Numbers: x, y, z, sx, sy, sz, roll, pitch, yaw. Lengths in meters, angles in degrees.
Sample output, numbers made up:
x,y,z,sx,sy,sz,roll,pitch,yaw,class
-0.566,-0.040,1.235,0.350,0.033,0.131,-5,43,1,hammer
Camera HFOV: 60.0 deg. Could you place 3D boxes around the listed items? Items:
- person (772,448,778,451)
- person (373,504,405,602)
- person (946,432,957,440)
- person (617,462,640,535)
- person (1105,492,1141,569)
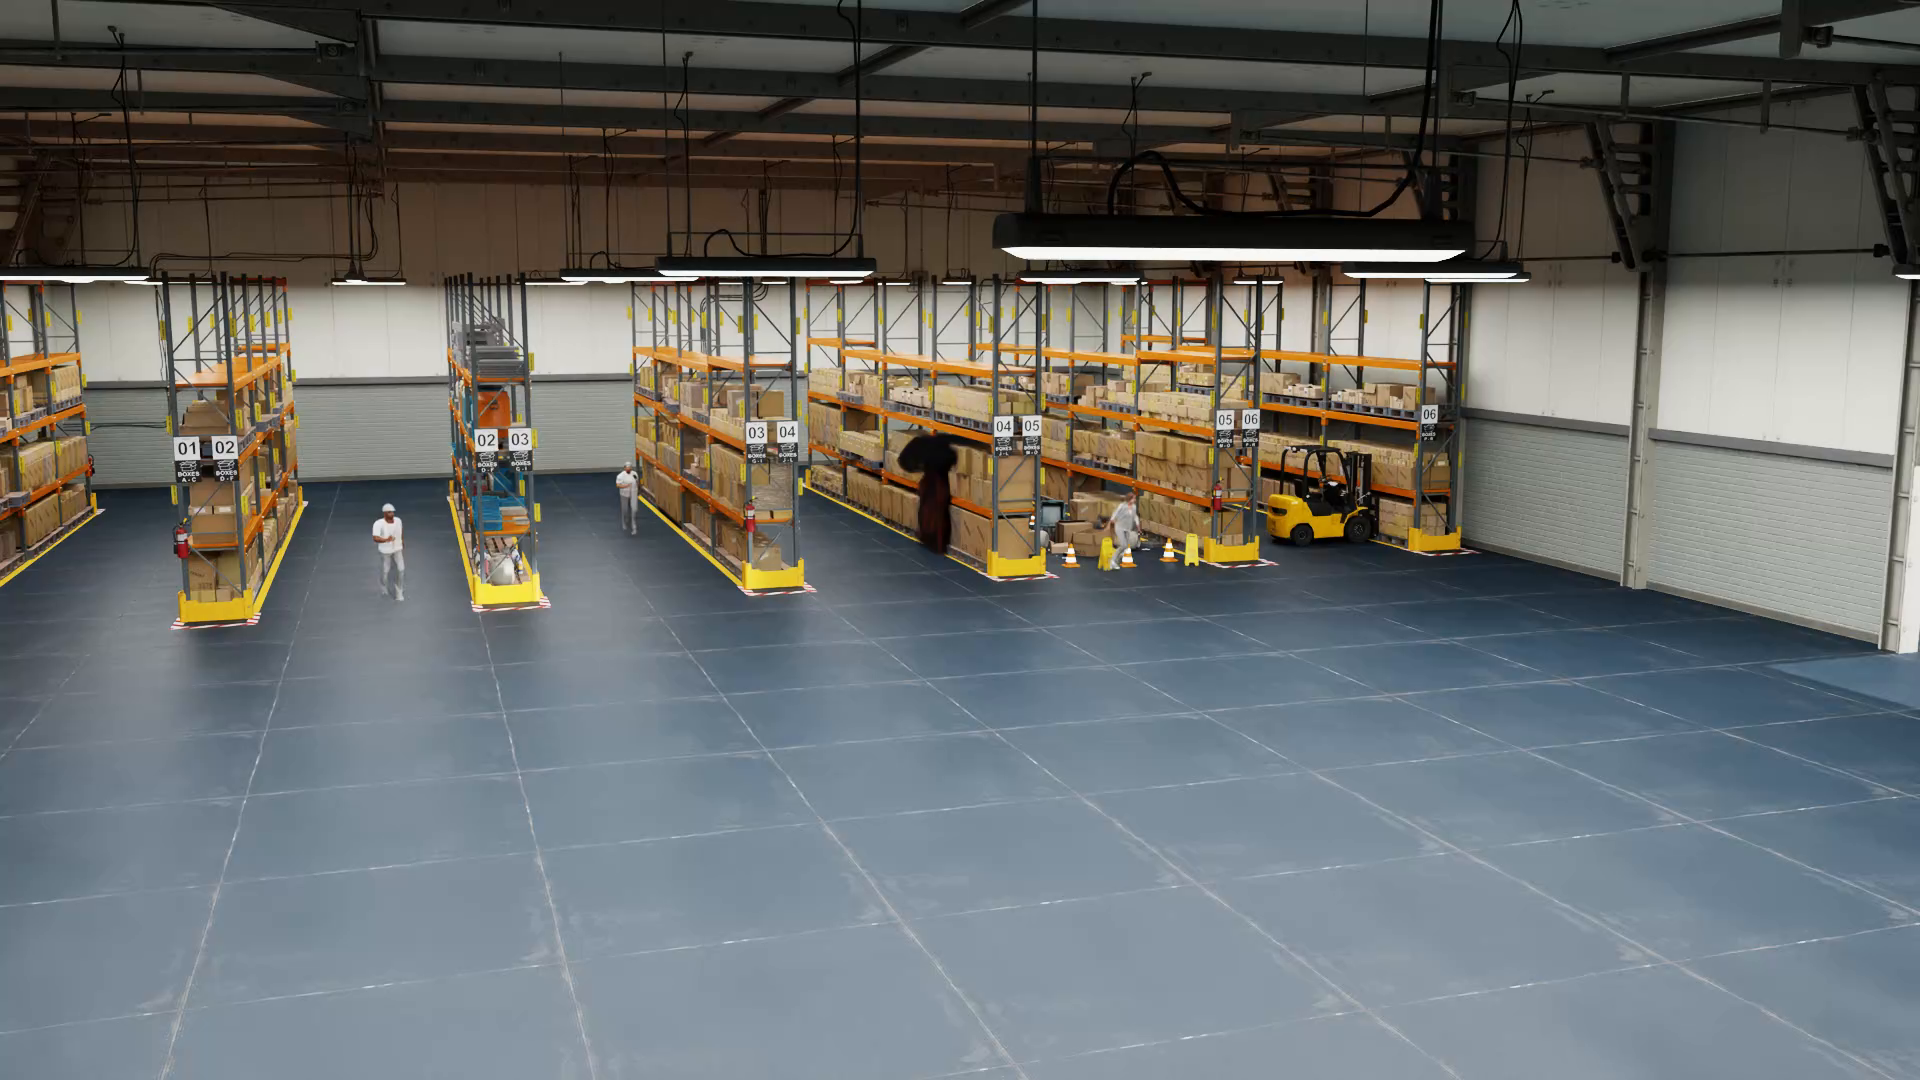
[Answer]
x,y,z,sx,sy,sz,roll,pitch,yaw,class
-5.028,-2.083,46.163,0.644,1.691,0.656,-2,9,-12,person
-10.520,0.233,30.706,0.651,1.824,0.856,-6,11,-36,person
-0.247,-2.872,51.575,1.138,1.583,0.518,-8,12,-41,person
-7.813,-1.006,39.169,0.562,1.712,0.856,-3,9,-19,person
3.211,-0.188,32.477,0.522,1.531,0.656,-7,11,-38,person
